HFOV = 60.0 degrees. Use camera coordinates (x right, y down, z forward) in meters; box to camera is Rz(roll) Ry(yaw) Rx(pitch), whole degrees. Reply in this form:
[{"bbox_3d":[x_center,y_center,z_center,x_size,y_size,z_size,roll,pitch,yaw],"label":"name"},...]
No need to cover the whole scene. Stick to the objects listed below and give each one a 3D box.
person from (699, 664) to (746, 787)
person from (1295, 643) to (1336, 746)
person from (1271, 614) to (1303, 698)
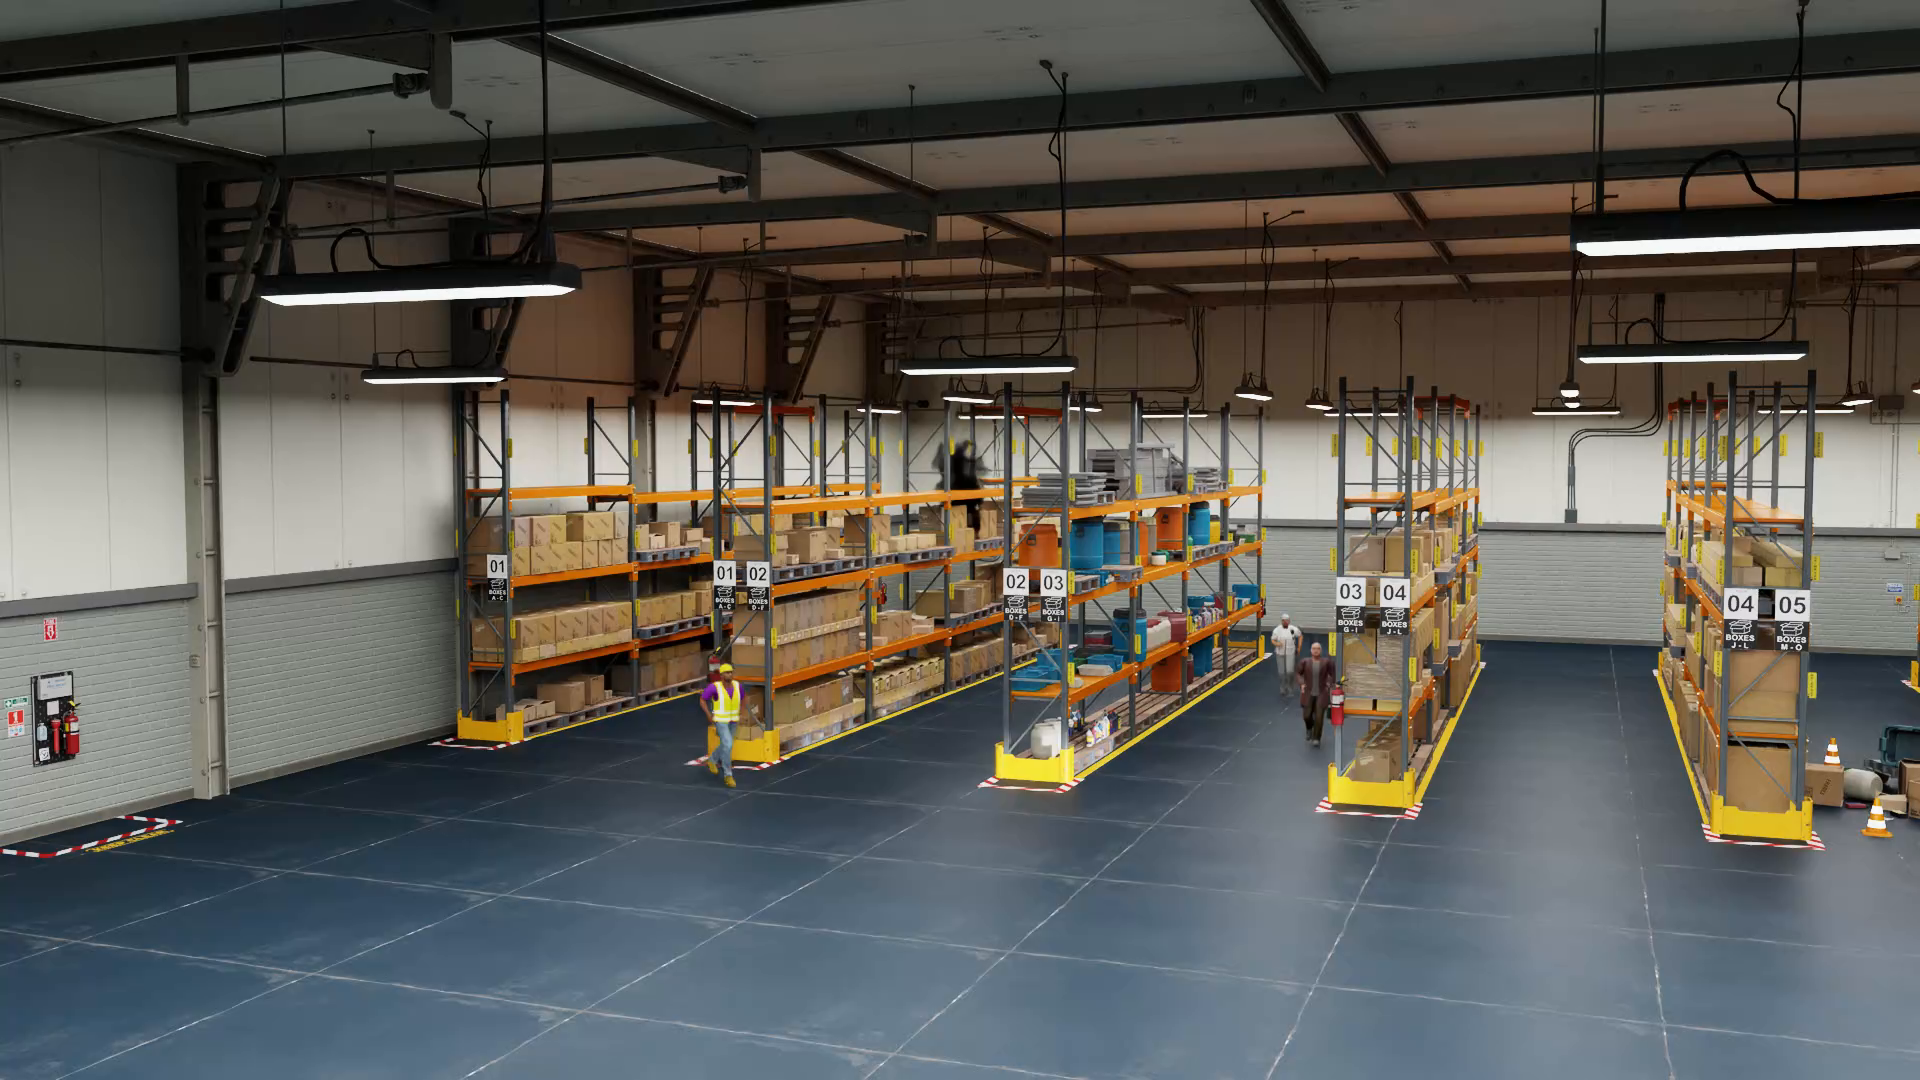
[{"bbox_3d":[-3.534,2.743,24.998,0.708,1.800,0.865,-3,4,-43],"label":"person"},{"bbox_3d":[5.980,2.593,27.975,0.708,1.726,0.660,1,3,14],"label":"person"},{"bbox_3d":[6.569,2.351,33.492,0.613,1.714,0.711,1,3,17],"label":"person"}]
